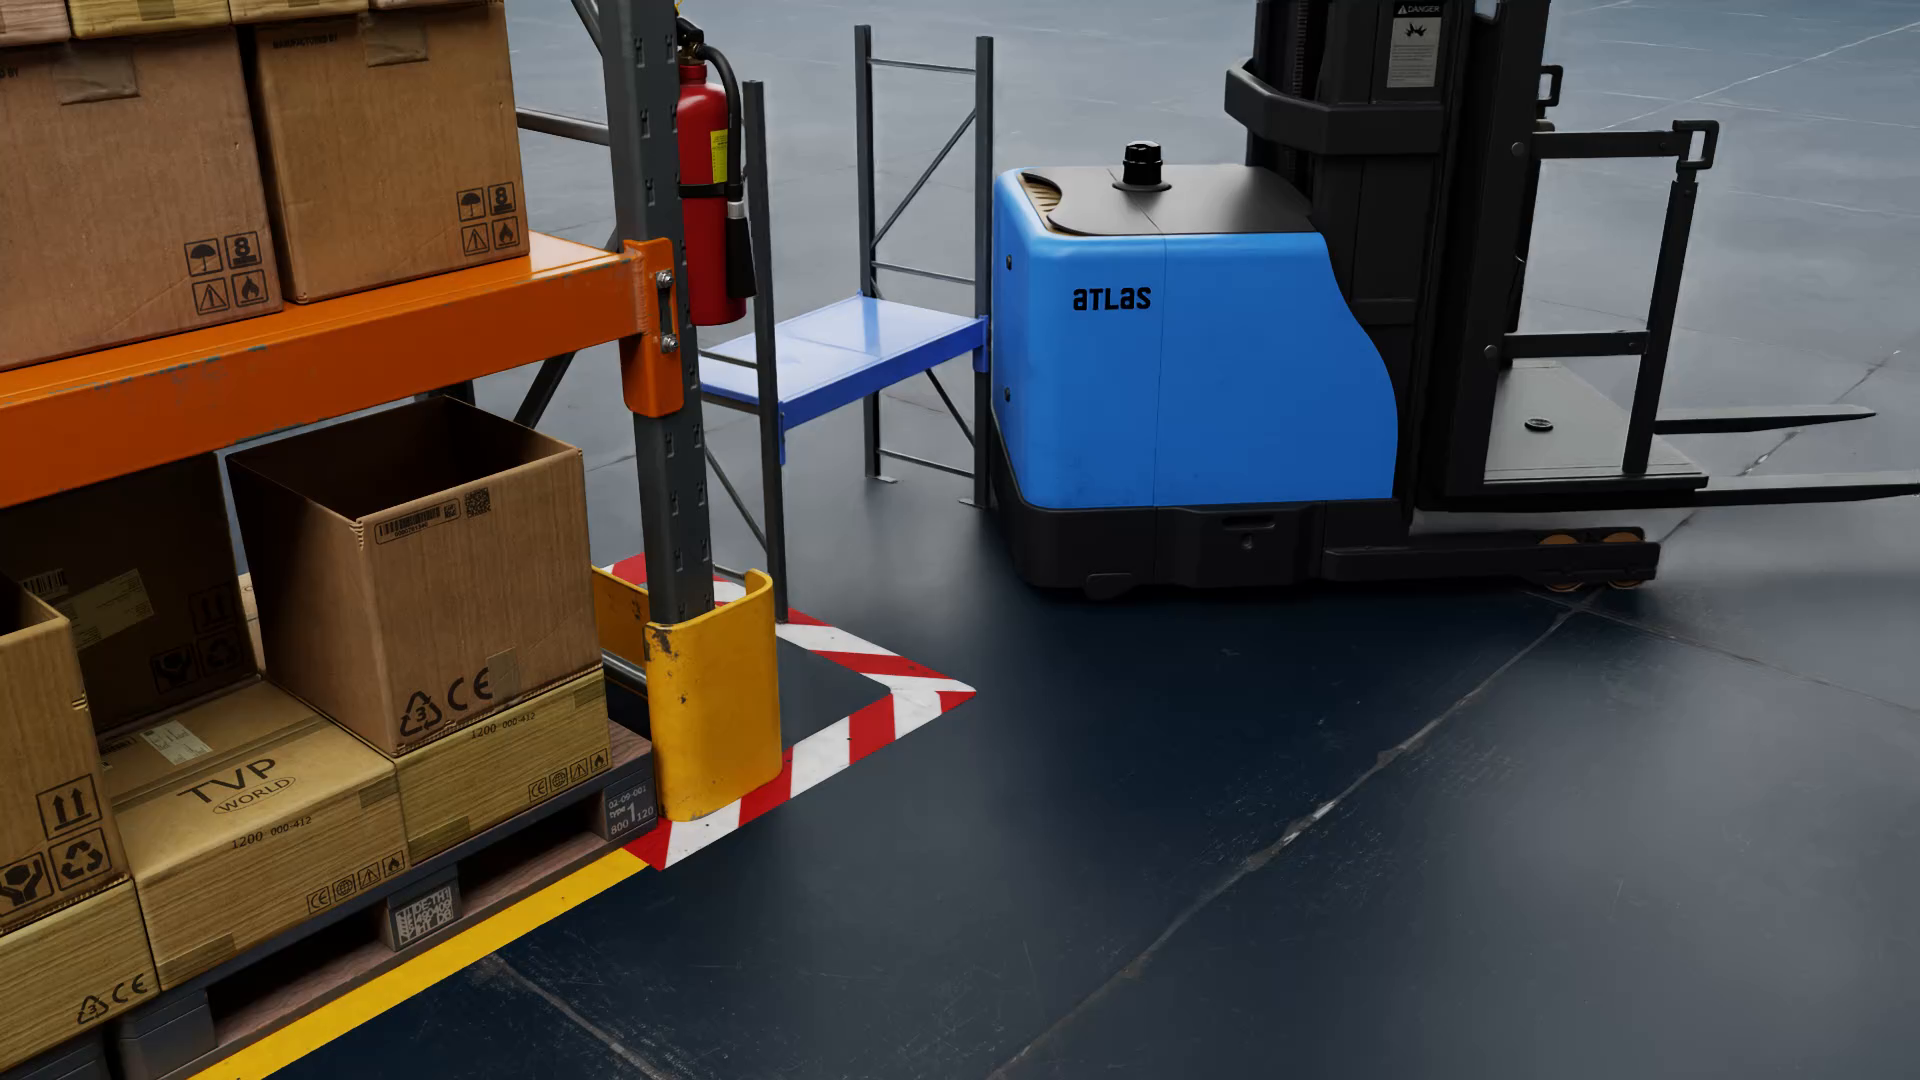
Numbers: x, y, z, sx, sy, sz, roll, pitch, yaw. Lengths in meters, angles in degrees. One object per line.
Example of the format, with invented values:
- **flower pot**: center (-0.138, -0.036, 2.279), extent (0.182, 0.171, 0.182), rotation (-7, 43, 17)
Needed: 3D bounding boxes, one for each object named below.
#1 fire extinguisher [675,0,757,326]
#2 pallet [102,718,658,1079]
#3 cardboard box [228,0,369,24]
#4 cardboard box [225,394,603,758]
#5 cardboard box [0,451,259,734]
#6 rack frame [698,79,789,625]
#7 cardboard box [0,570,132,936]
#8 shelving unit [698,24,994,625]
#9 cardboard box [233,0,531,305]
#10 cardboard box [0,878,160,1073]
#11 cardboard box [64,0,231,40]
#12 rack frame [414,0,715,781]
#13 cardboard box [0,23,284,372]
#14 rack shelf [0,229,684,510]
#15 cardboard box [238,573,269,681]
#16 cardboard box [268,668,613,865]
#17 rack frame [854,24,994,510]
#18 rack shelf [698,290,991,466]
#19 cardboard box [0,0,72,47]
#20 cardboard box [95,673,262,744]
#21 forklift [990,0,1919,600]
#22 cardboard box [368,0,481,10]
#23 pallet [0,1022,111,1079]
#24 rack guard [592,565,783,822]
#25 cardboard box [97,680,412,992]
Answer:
- **fire extinguisher**: center (-0.543, -0.790, 3.440), extent (0.296, 0.674, 0.183), rotation (20, 31, 38)
- **pallet**: center (-1.447, 0.601, 3.652), extent (1.003, 0.211, 1.213), rotation (20, 31, 38)
- **cardboard box**: center (-1.254, -1.009, 2.919), extent (0.380, 0.149, 0.250), rotation (21, 32, 39)
- **cardboard box**: center (-1.104, 0.050, 3.404), extent (0.500, 0.500, 0.500), rotation (20, 31, 38)
- **cardboard box**: center (-1.823, 0.060, 3.380), extent (0.500, 0.500, 0.500), rotation (20, 31, 38)
- **rack frame**: center (-0.701, -0.507, 4.547), extent (0.500, 1.500, 0.032), rotation (16, 29, 32)
- **cardboard box**: center (-1.760, 0.358, 2.716), extent (0.500, 0.500, 0.500), rotation (20, 31, 38)
- **shelving unit**: center (-0.407, -0.677, 4.925), extent (0.538, 1.500, 1.048), rotation (16, 29, 32)
- **cardboard box**: center (-1.289, -0.823, 3.297), extent (0.700, 0.500, 0.500), rotation (20, 31, 38)
- **cardboard box**: center (-1.763, 0.700, 2.871), extent (0.500, 0.250, 0.500), rotation (20, 31, 38)
- **cardboard box**: center (-1.425, -0.931, 2.745), extent (0.380, 0.149, 0.250), rotation (20, 31, 37)
- **rack frame**: center (-0.968, -0.916, 3.627), extent (1.000, 3.000, 0.127), rotation (20, 31, 38)
- **cardboard box**: center (-1.636, -0.662, 2.937), extent (0.700, 0.500, 0.500), rotation (21, 32, 39)
- **rack shelf**: center (-2.302, 0.022, 2.415), extent (1.077, 0.370, 4.000), rotation (20, 31, 38)
- **cardboard box**: center (-1.491, 0.250, 3.874), extent (0.500, 0.250, 0.500), rotation (20, 31, 38)
- **cardboard box**: center (-1.106, 0.391, 3.559), extent (0.500, 0.250, 0.500), rotation (20, 31, 38)
- **rack frame**: center (-0.114, -0.846, 5.304), extent (0.500, 1.500, 0.032), rotation (16, 29, 32)
- **rack shelf**: center (-0.407, -0.512, 4.999), extent (0.538, 0.185, 1.000), rotation (16, 29, 32)
- **cardboard box**: center (-1.595, -0.855, 2.576), extent (0.380, 0.149, 0.250), rotation (21, 31, 38)
- **cardboard box**: center (-1.822, 0.403, 3.532), extent (0.500, 0.250, 0.500), rotation (20, 31, 38)
- **forklift**: center (1.641, -1.397, 4.784), extent (3.031, 2.935, 1.130), rotation (-2, 24, -5)
- **cardboard box**: center (-1.081, -1.089, 3.098), extent (0.380, 0.149, 0.250), rotation (20, 31, 37)
- **pallet**: center (-2.261, 0.971, 2.827), extent (1.003, 0.211, 1.213), rotation (20, 31, 38)
- **rack guard**: center (-0.952, 0.217, 4.154), extent (1.175, 0.500, 0.348), rotation (20, 31, 38)
- **cardboard box**: center (-1.430, 0.547, 3.212), extent (0.500, 0.250, 0.500), rotation (20, 31, 38)
